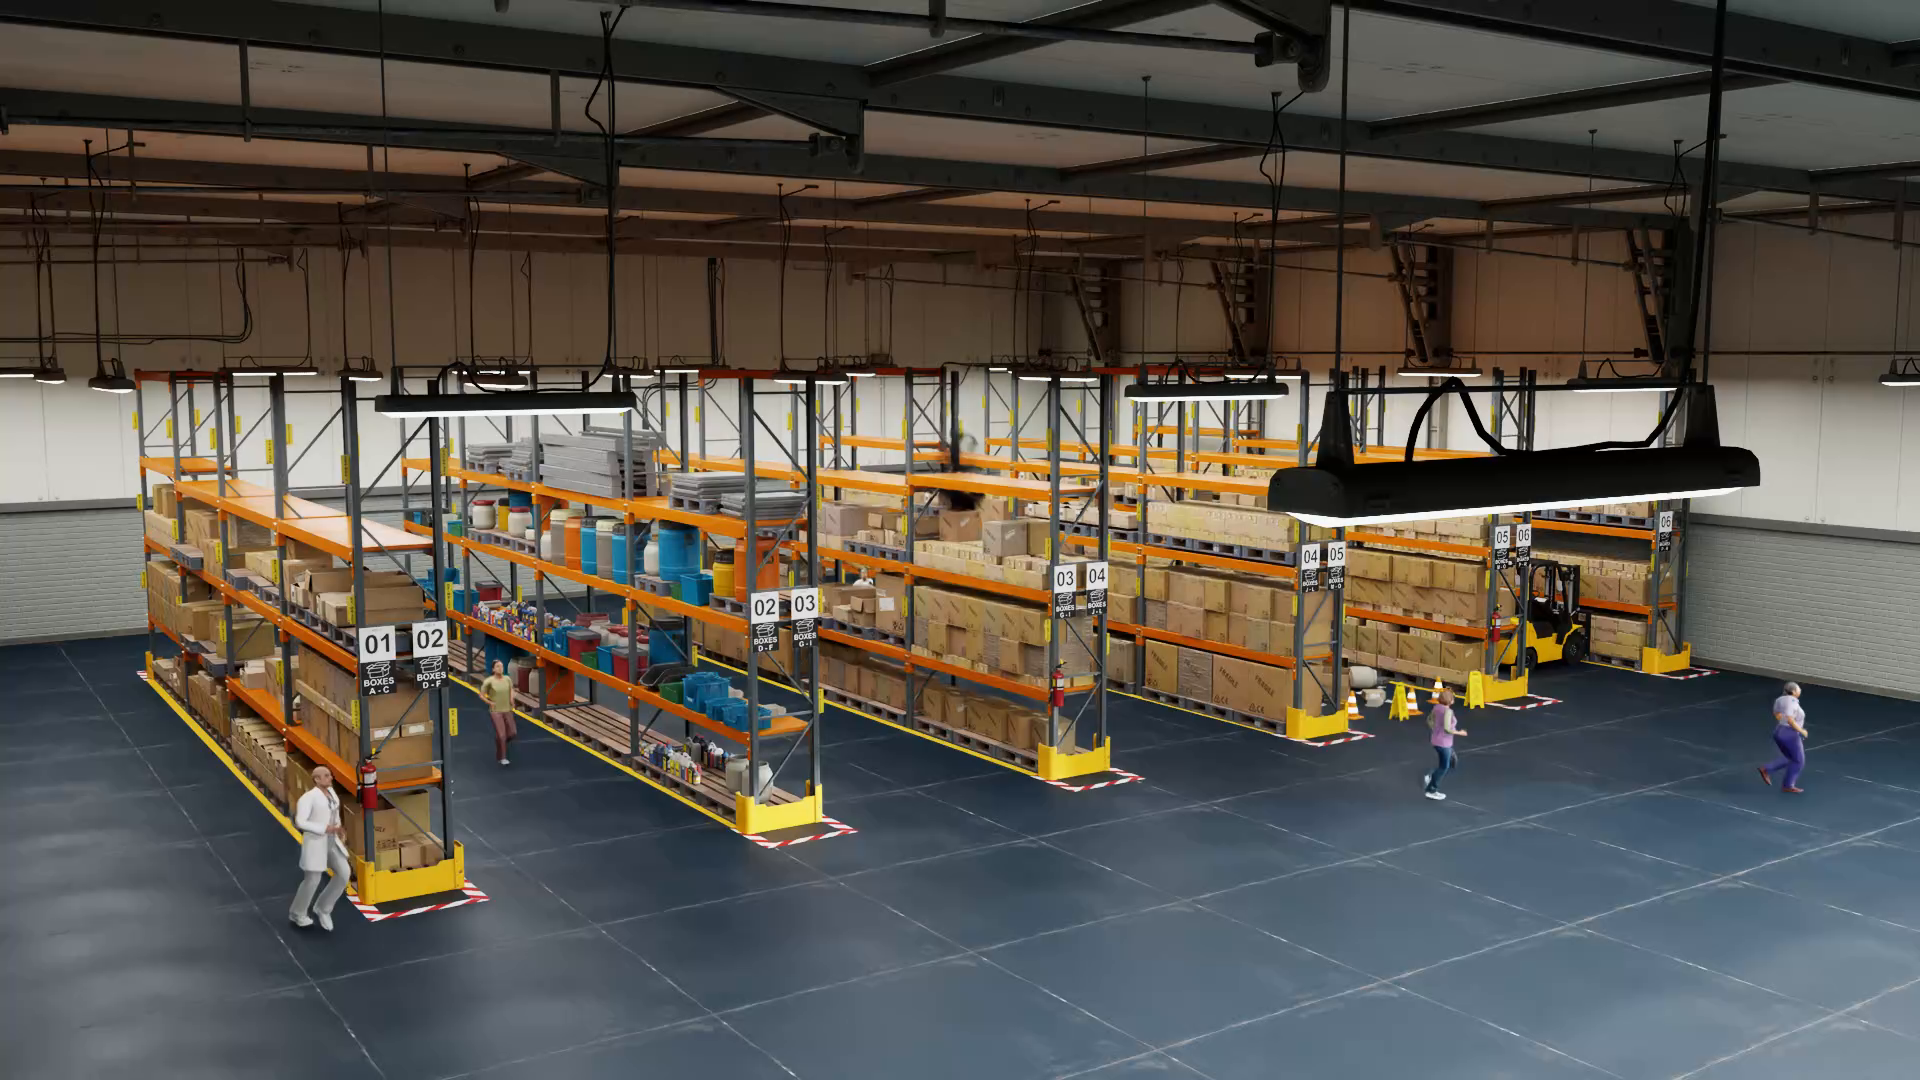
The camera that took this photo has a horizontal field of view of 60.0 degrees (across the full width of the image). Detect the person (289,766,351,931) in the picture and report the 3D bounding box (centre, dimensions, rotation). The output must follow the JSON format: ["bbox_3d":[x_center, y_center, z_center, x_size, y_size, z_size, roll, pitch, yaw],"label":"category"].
[{"bbox_3d":[-7.032,3.390,18.372,0.708,1.784,0.744,3,7,21],"label":"person"}]

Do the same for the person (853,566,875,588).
[{"bbox_3d":[-2.092,1.401,36.491,0.616,1.675,0.520,-3,7,-28],"label":"person"}]

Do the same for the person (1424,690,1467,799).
[{"bbox_3d":[6.892,2.899,23.557,0.542,1.565,0.518,0,6,1],"label":"person"}]

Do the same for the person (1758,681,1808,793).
[{"bbox_3d":[11.881,2.835,23.954,0.583,1.616,0.628,1,6,7],"label":"person"}]

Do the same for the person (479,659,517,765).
[{"bbox_3d":[-7.110,2.635,25.630,0.578,1.619,0.569,-5,8,-40],"label":"person"}]
